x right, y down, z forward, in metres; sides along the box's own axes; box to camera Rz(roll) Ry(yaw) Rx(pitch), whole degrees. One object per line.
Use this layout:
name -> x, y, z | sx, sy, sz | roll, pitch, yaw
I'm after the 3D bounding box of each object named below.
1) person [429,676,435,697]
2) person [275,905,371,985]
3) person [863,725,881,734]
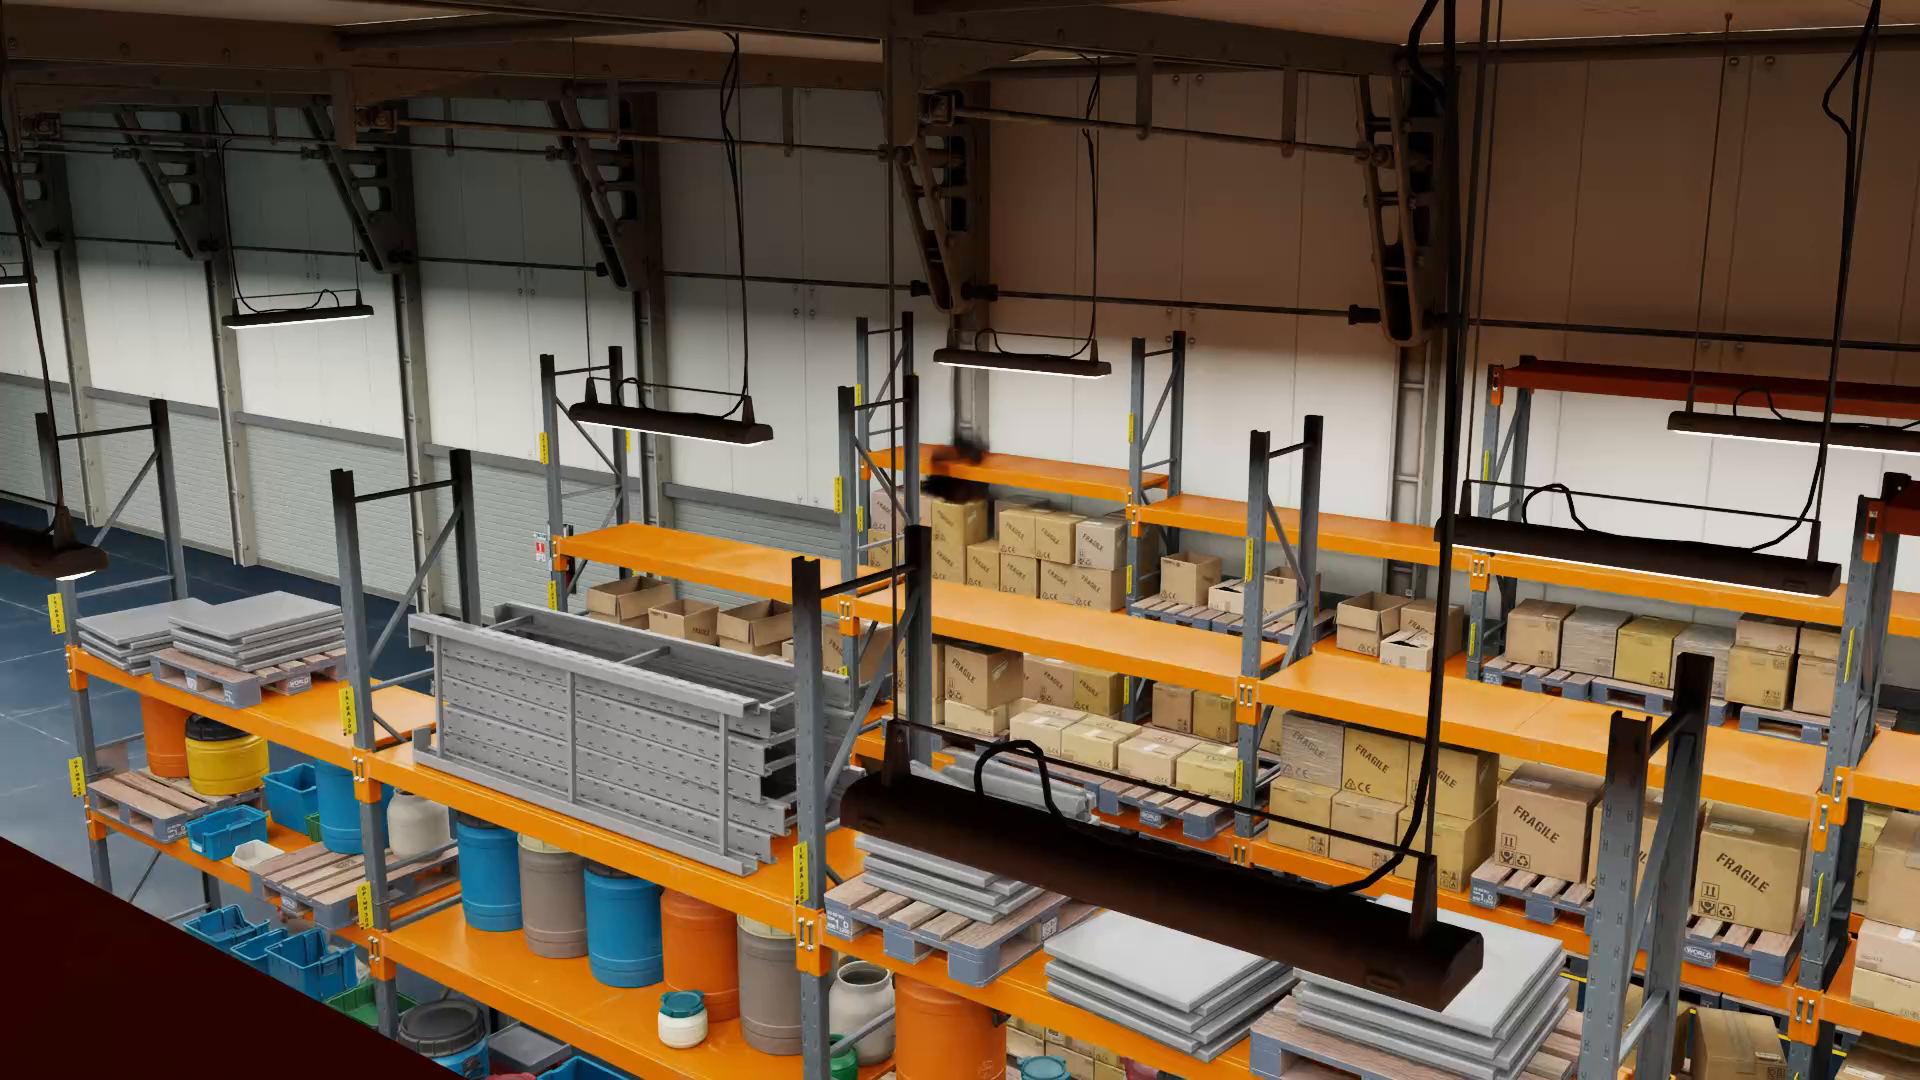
person -> -6.394, 2.492, 20.913 | 0.757, 1.677, 0.643 | -7, 15, -29
person -> -6.192, 3.671, 15.887 | 1.027, 1.697, 0.694 | 0, 13, 2
person -> -1.049, 2.717, 18.484 | 0.713, 1.866, 0.656 | 7, 15, 27
